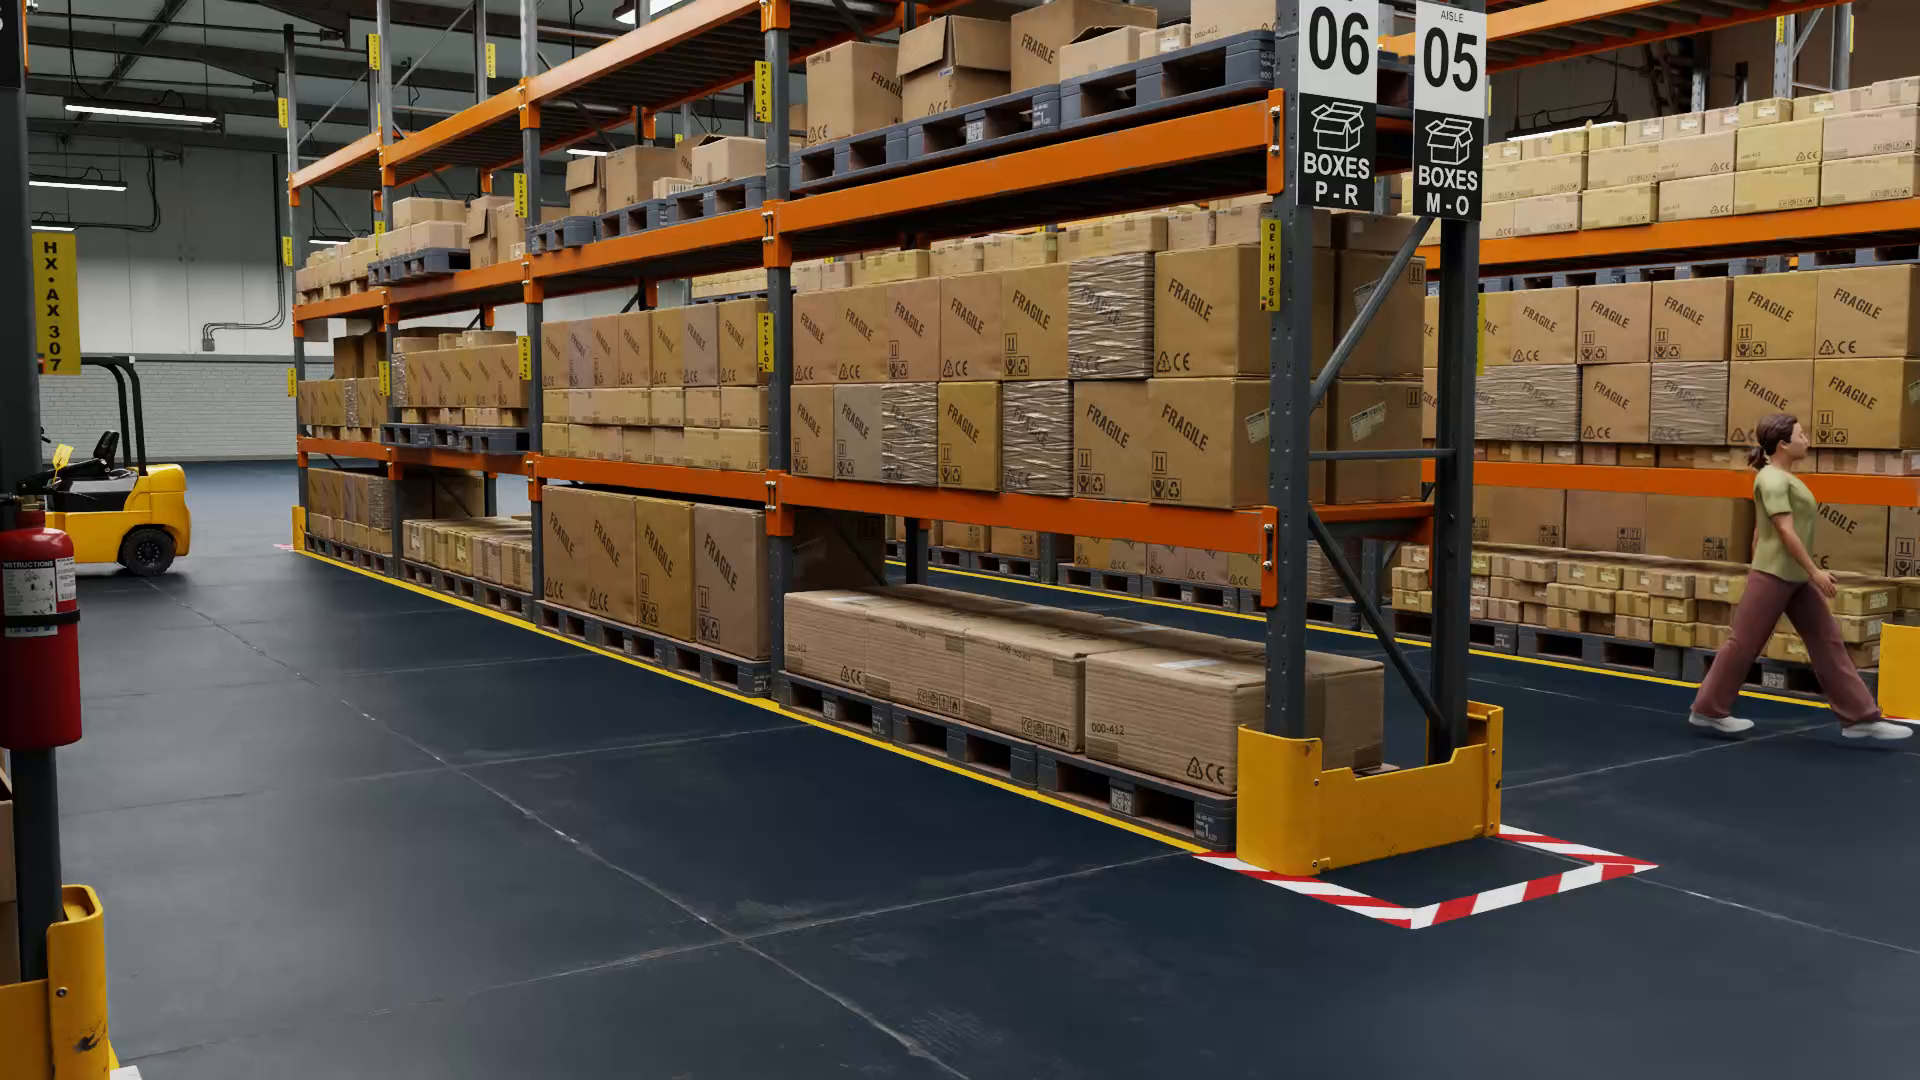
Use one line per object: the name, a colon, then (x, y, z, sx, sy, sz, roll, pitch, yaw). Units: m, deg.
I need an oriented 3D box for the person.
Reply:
person: (4.172, 0.181, 8.239, 0.992, 1.612, 0.444, 4, 6, 37)
